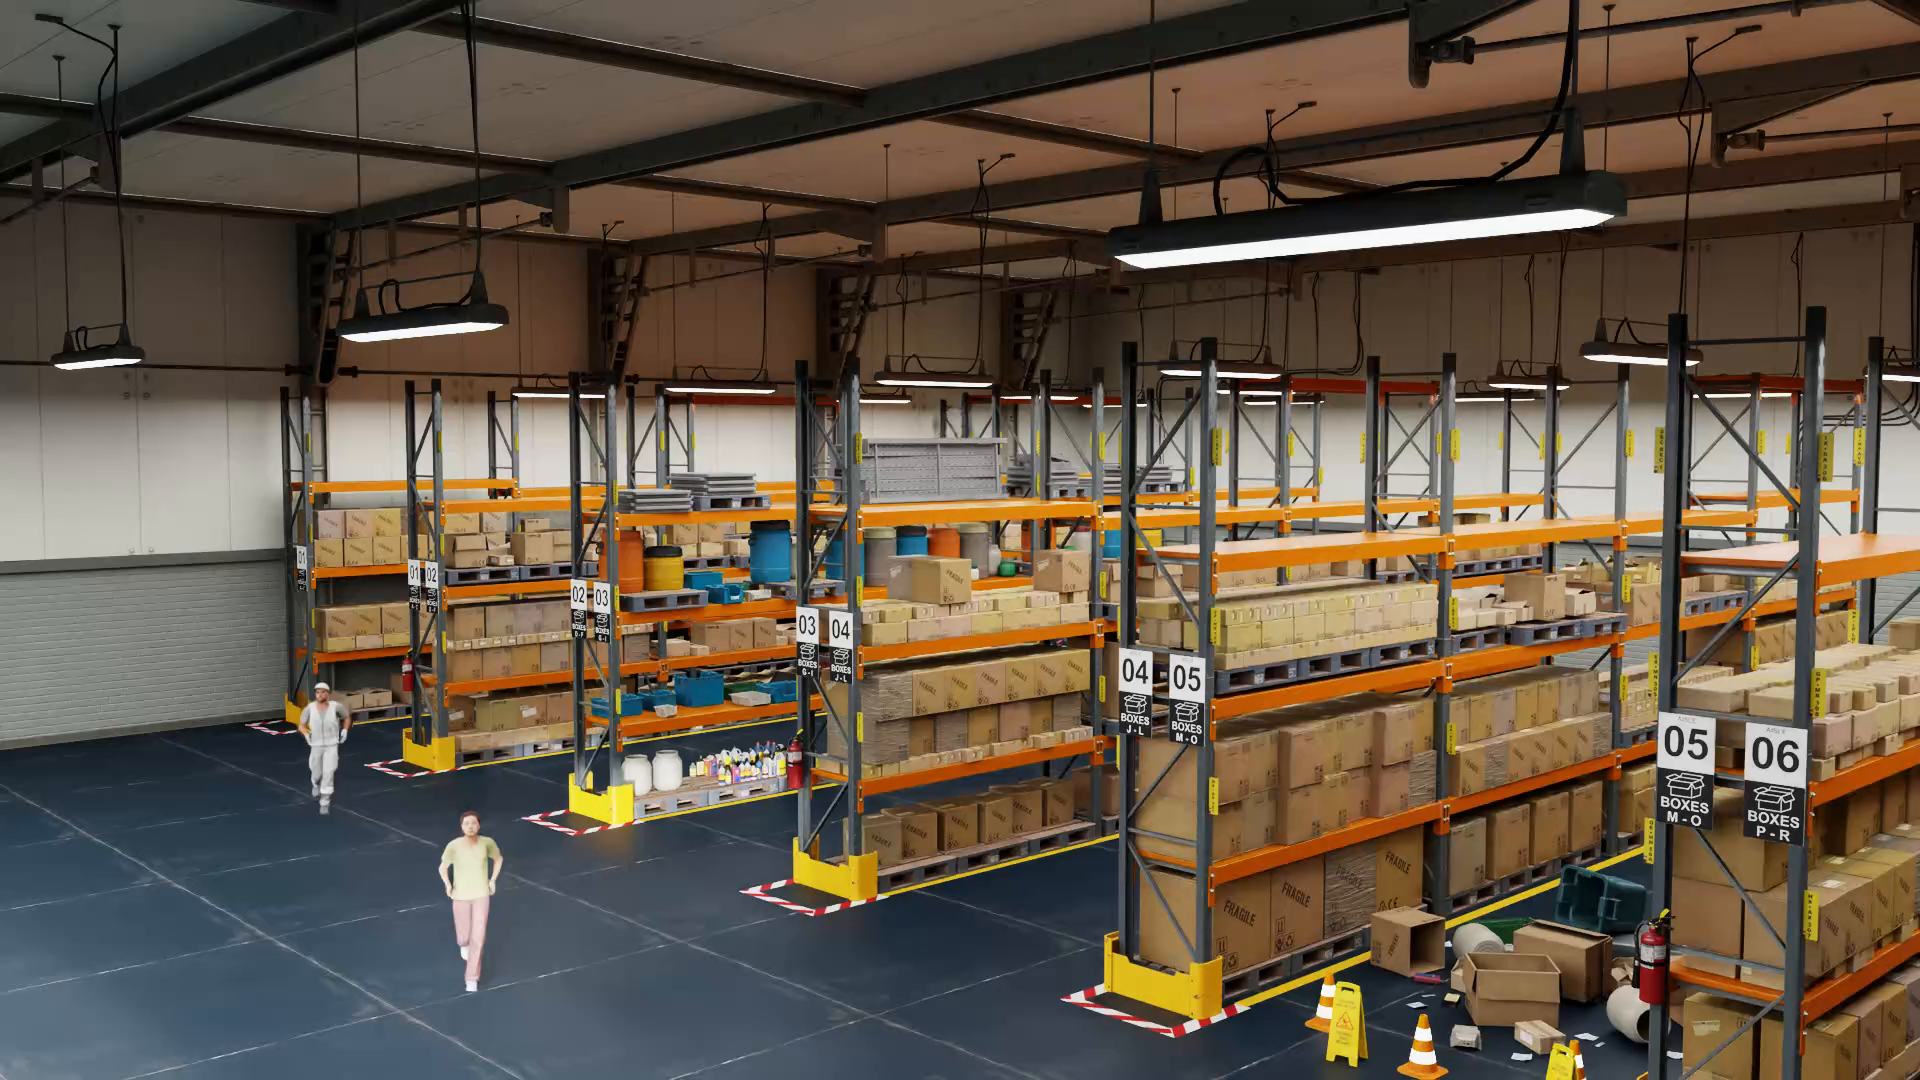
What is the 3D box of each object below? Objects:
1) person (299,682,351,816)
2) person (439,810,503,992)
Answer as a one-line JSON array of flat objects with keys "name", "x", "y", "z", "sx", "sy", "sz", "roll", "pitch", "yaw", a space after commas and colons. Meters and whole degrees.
[{"name": "person", "x": -8.724, "y": 2.830, "z": 22.849, "sx": 0.664, "sy": 1.779, "sz": 0.874, "roll": -1, "pitch": 4, "yaw": -16}, {"name": "person", "x": -4.599, "y": 3.361, "z": 15.670, "sx": 0.580, "sy": 1.628, "sz": 0.767, "roll": -1, "pitch": 4, "yaw": -17}]
